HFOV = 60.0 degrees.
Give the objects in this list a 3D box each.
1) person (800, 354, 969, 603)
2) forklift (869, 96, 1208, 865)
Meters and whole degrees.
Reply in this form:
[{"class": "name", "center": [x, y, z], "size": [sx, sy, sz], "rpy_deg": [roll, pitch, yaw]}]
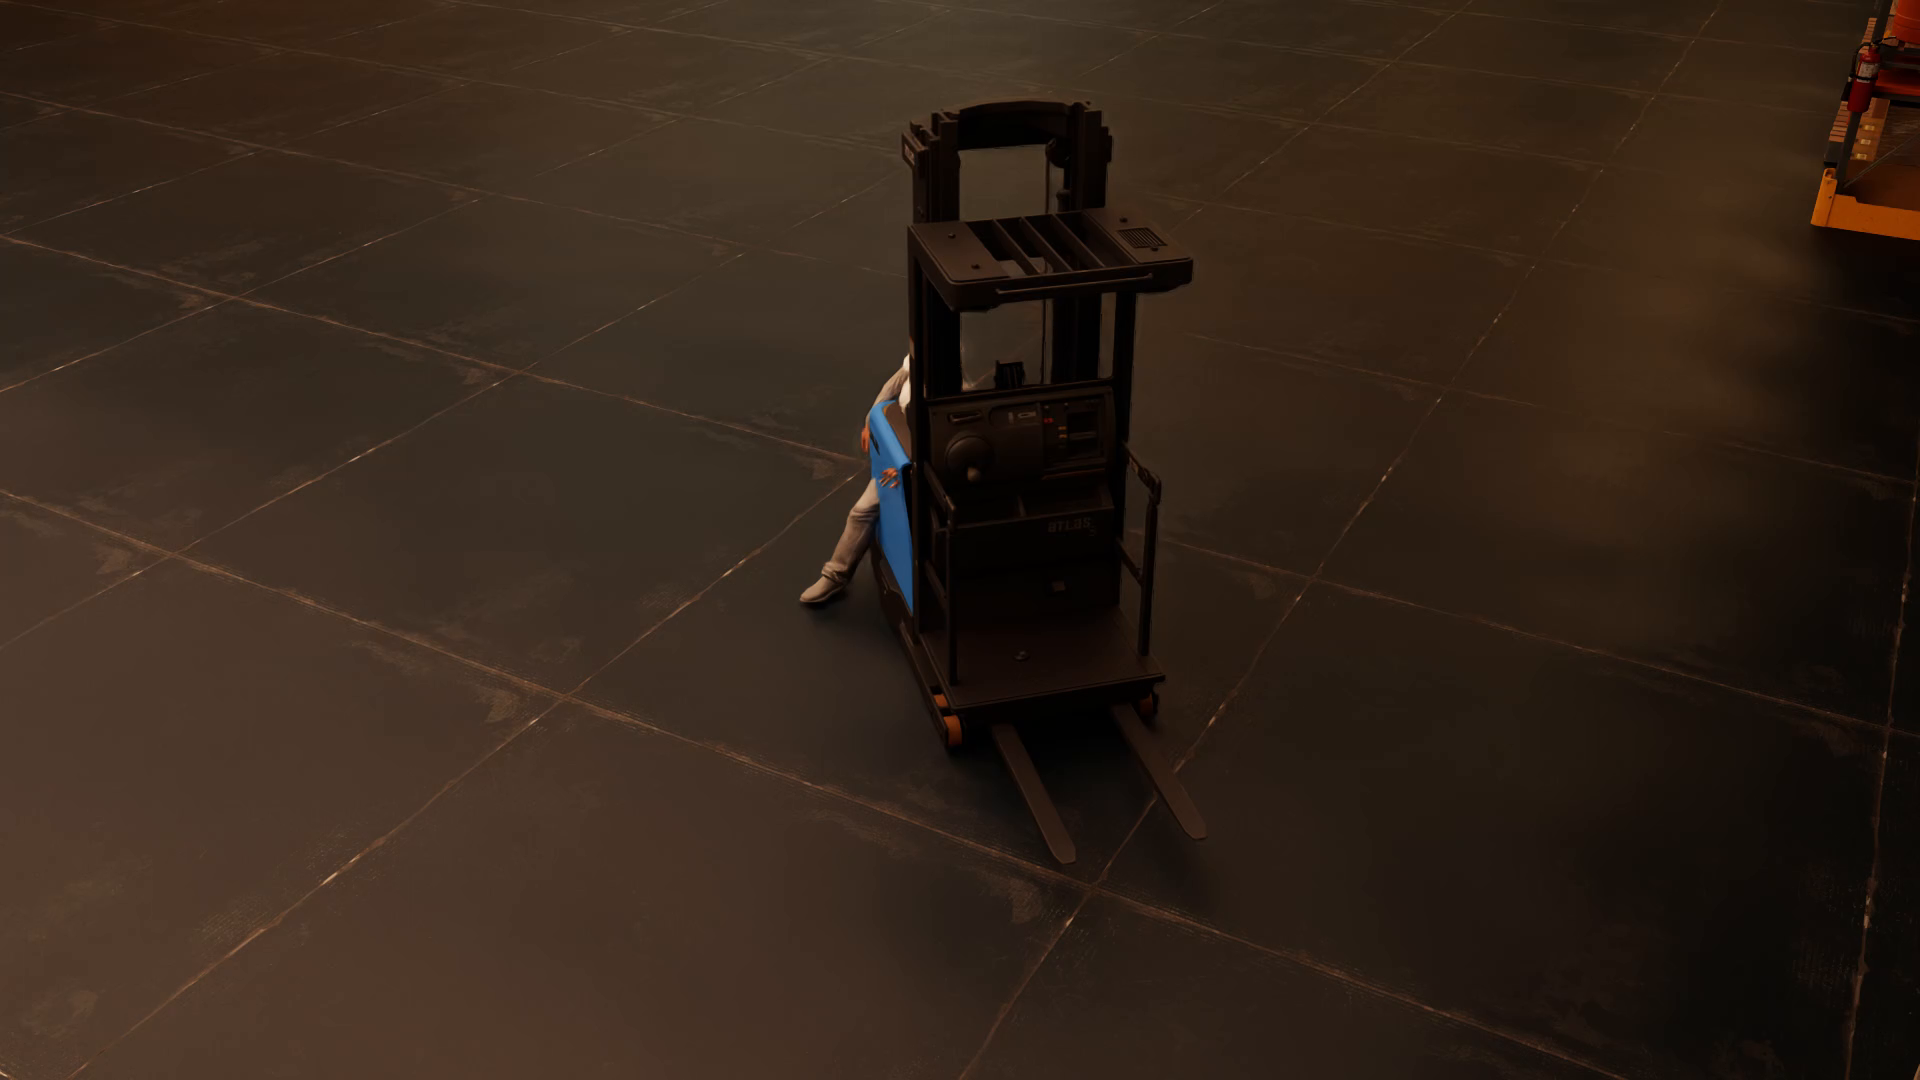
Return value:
[{"class": "person", "center": [-0.356, -0.379, 9.021], "size": [0.866, 1.565, 0.930], "rpy_deg": [27, 39, 38]}, {"class": "forklift", "center": [0.365, -0.456, 7.861], "size": [1.130, 2.935, 3.031], "rpy_deg": [-8, 31, -13]}]
